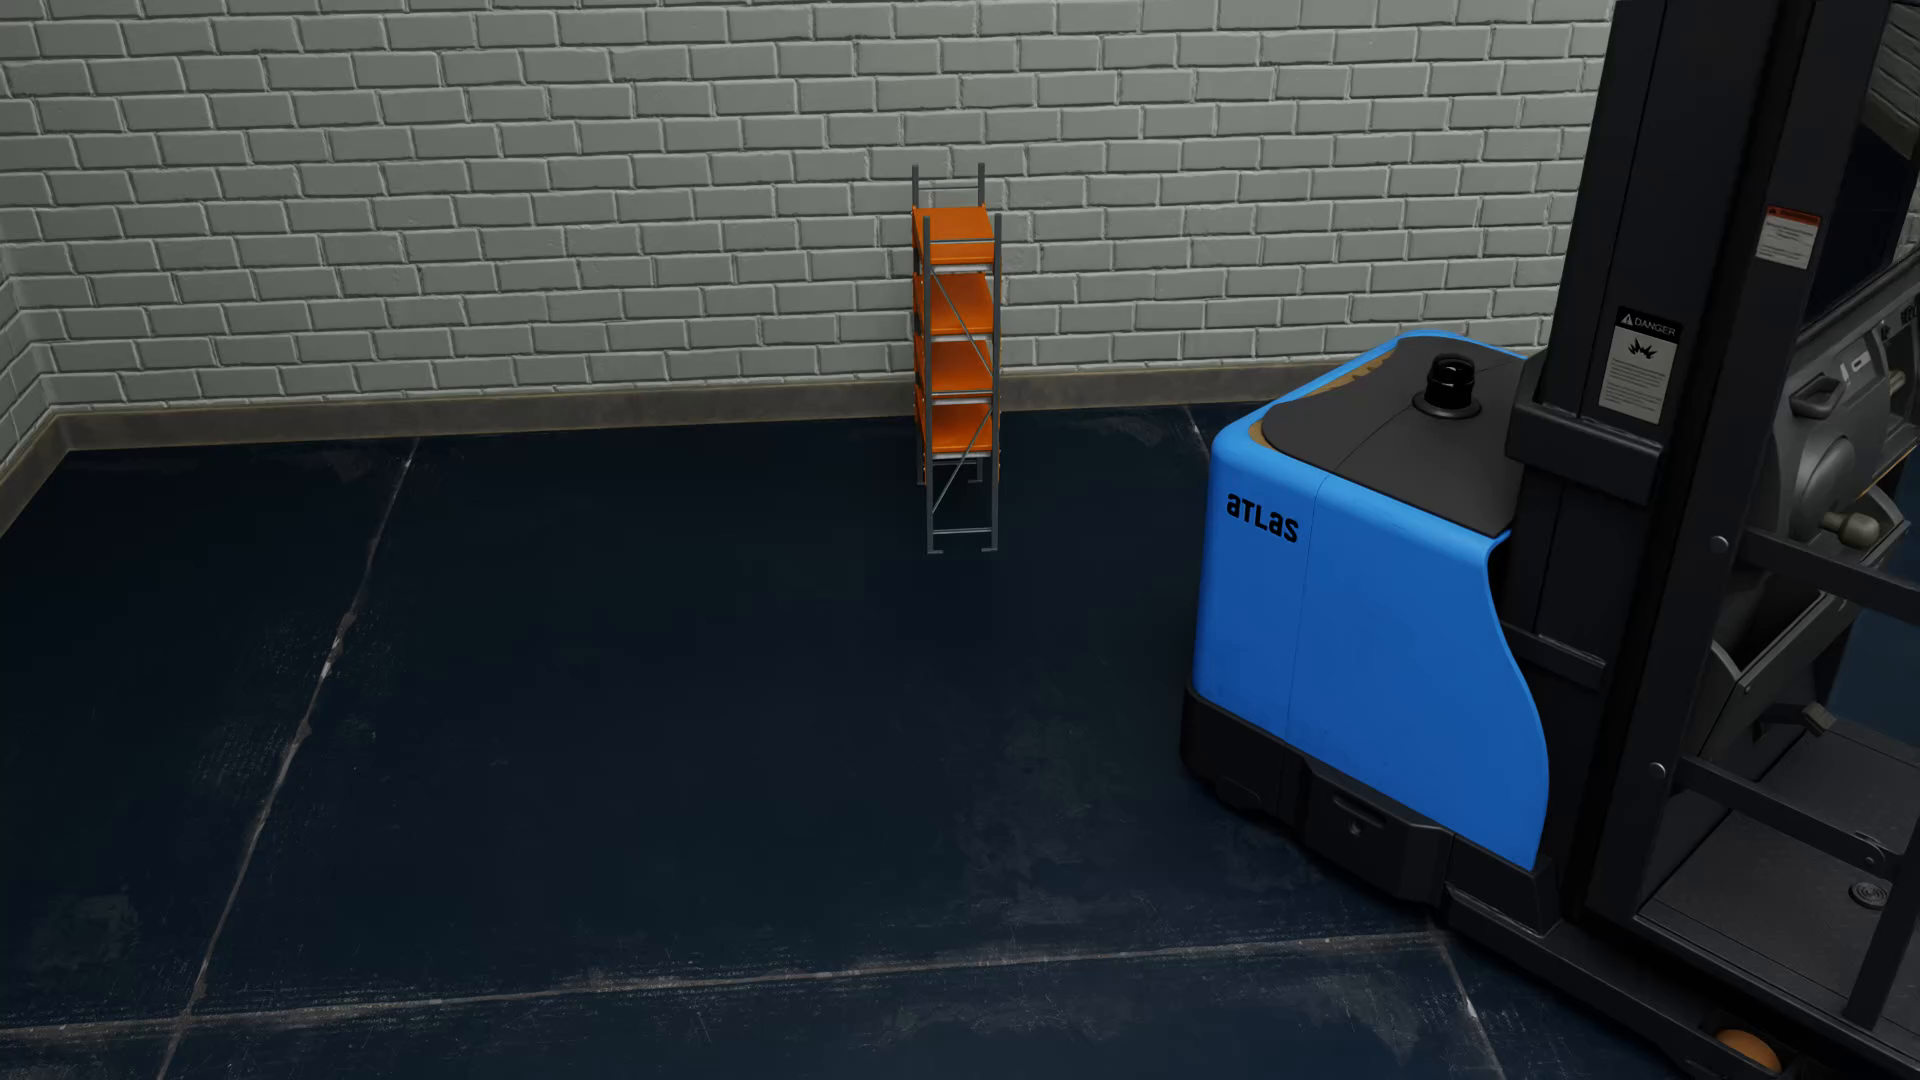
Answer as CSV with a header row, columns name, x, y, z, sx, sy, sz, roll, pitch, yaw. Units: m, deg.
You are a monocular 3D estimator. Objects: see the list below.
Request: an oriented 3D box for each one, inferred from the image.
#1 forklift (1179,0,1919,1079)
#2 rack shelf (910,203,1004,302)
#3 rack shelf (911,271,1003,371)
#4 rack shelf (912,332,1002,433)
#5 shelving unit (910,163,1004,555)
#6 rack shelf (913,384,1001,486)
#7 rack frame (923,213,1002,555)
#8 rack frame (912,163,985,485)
name,x,y,z,sx,sy,sz,roll,pitch,yaw
forklift,2.004,-0.241,3.295,1.130,2.935,3.031,-27,40,-37
rack shelf,-0.015,-0.937,5.382,0.258,0.148,0.480,-3,31,-5
rack shelf,-0.015,-0.734,5.504,0.258,0.148,0.480,-3,31,-5
rack shelf,-0.015,-0.542,5.618,0.258,0.148,0.480,-3,31,-5
shelving unit,-0.015,-0.600,5.584,0.258,1.200,0.503,-3,31,-5
rack shelf,-0.015,-0.371,5.720,0.258,0.148,0.480,-3,31,-5
rack frame,0.007,-0.475,5.375,0.240,1.200,0.015,-3,31,-5
rack frame,-0.038,-0.724,5.792,0.240,1.200,0.015,-3,31,-5
